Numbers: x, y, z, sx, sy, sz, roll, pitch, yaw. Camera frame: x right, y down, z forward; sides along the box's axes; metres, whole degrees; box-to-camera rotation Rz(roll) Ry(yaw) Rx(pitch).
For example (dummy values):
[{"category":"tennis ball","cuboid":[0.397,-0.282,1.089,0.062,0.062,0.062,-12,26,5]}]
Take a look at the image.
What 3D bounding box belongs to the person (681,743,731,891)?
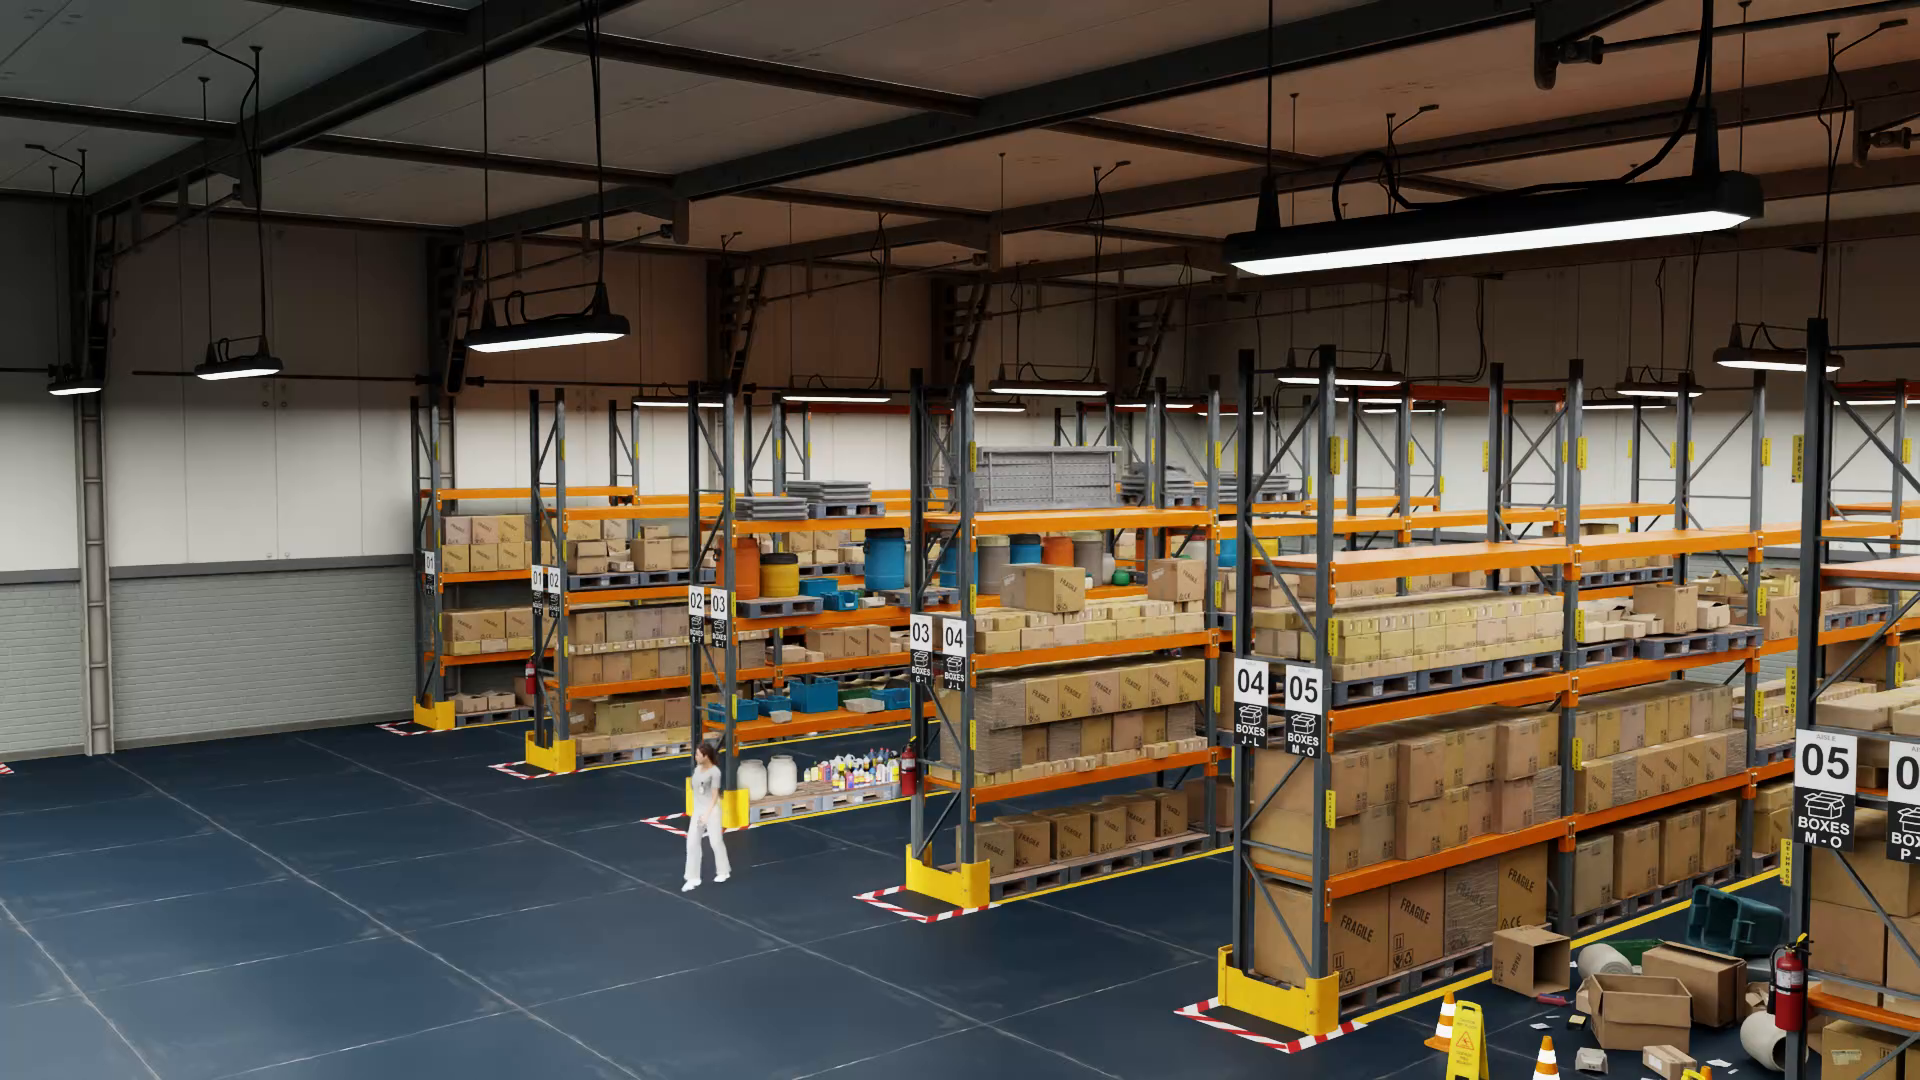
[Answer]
[{"category":"person","cuboid":[-2.959,3.215,19.340,0.464,1.721,0.708,2,4,36]}]
